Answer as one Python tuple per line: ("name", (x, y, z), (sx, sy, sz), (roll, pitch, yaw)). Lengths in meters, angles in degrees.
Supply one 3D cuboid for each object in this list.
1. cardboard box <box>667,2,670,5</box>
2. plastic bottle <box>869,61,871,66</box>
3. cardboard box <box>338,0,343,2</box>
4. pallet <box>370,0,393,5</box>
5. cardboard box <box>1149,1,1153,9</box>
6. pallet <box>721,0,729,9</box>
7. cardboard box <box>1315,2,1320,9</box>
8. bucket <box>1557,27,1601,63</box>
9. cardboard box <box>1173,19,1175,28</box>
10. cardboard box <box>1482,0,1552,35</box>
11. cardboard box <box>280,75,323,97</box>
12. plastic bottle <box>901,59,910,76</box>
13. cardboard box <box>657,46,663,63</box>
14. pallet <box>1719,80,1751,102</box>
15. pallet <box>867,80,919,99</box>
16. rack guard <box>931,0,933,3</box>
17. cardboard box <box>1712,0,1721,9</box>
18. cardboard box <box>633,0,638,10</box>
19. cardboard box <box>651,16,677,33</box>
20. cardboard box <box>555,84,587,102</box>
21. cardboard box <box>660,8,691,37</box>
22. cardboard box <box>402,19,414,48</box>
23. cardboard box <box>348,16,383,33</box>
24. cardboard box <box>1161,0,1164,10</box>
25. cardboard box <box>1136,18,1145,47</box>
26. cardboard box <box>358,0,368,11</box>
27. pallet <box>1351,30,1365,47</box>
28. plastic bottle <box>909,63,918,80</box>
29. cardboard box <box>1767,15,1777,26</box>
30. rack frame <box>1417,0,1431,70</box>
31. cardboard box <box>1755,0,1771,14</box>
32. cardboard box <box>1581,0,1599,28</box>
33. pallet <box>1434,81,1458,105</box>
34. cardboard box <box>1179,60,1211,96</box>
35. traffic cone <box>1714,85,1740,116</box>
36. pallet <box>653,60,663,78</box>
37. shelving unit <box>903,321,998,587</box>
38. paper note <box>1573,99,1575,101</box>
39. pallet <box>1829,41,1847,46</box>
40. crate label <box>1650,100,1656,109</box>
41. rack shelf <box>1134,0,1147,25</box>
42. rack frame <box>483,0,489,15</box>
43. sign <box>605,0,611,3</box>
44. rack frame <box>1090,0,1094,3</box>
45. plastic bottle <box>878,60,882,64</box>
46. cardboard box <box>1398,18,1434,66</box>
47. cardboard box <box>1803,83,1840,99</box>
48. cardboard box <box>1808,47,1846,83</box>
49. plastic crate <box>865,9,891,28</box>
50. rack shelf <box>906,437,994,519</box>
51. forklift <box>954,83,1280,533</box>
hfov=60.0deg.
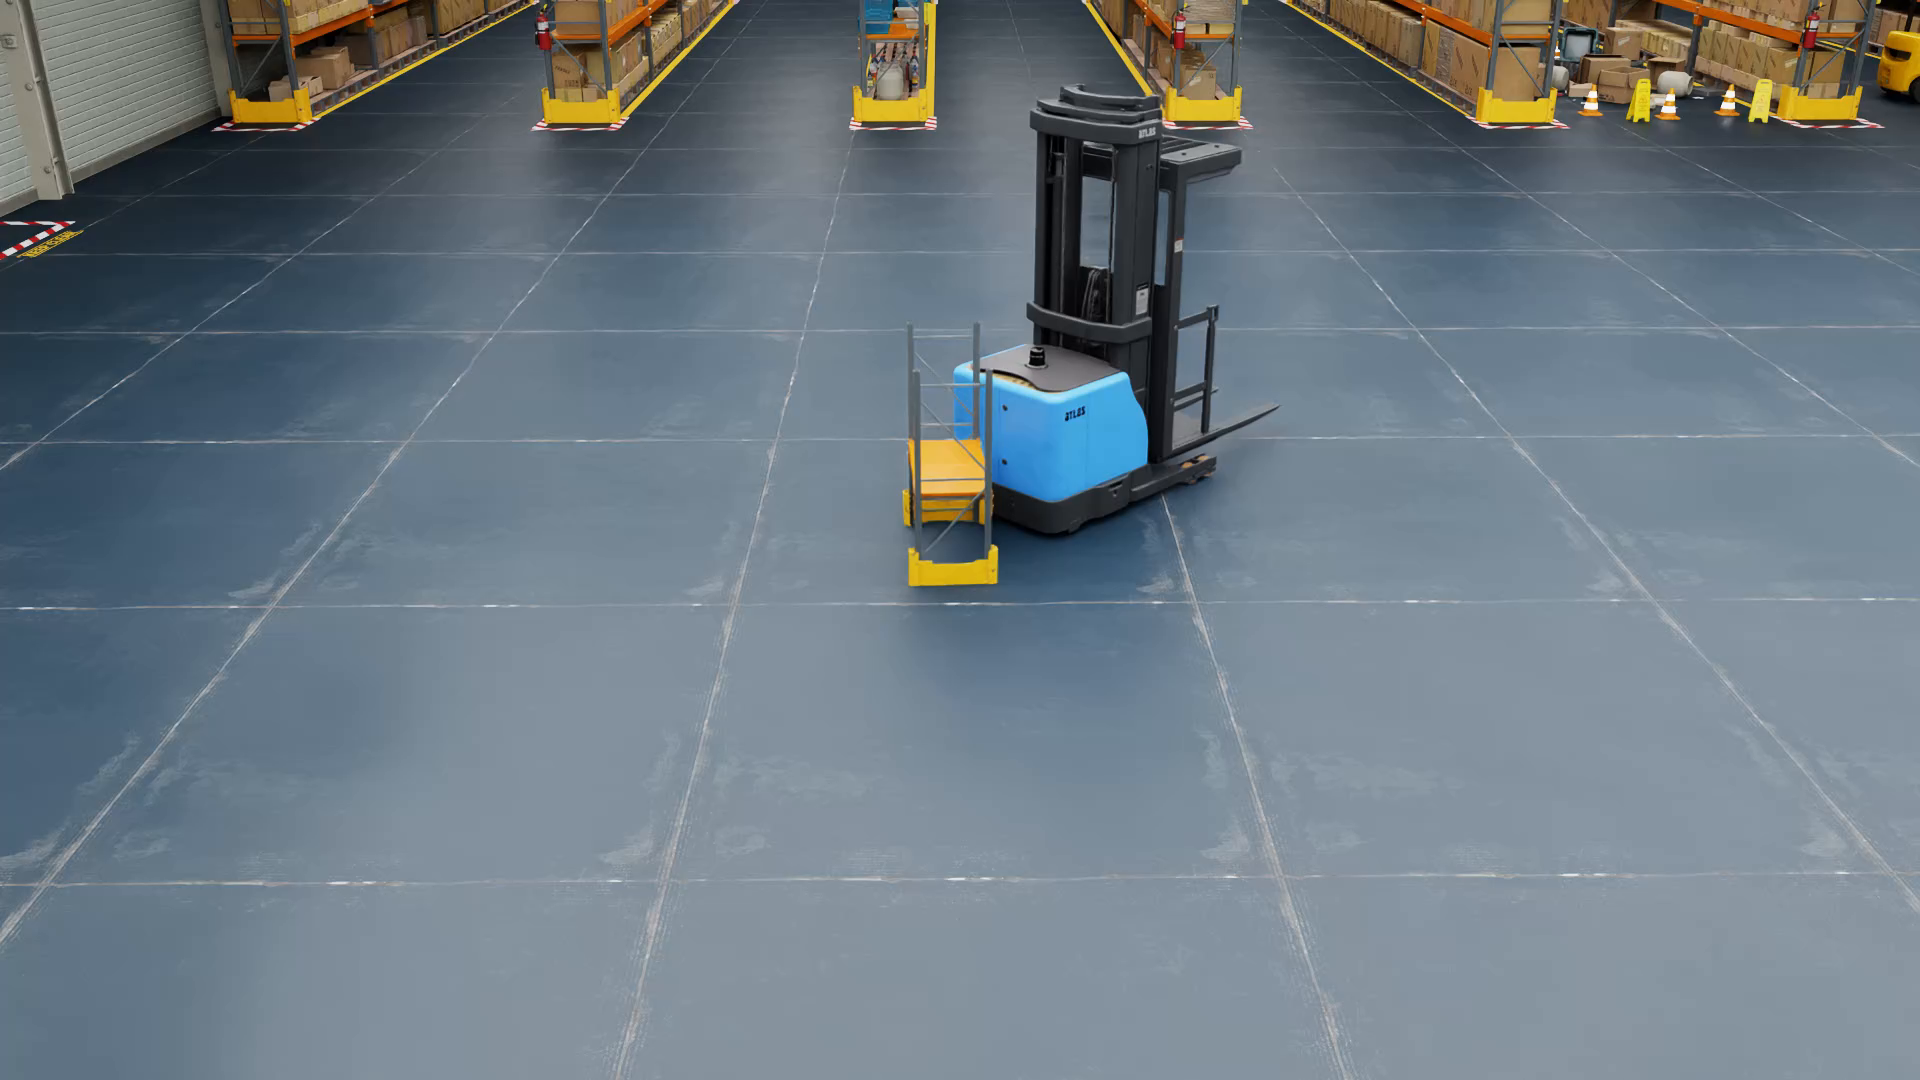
("cardboard box", (-6.352, -11.012, 34.959), (0.500, 0.500, 0.500), (-1, 24, -2))
("plastic bottle", (-1.549, -8.208, 29.021), (0.061, 0.283, 0.133), (1, 24, 2))
("cardboard box", (-10.691, -9.357, 28.047), (0.500, 0.500, 0.500), (-1, 24, -2))
("pallet", (-10.874, -9.910, 30.253), (1.003, 0.211, 1.213), (0, 24, -1))
("cardboard box", (3.539, -9.441, 29.289), (0.380, 0.149, 0.250), (0, 24, -1))
("pallet", (-6.178, -13.019, 40.281), (1.003, 0.211, 1.213), (0, 24, -1))
("cardboard box", (8.390, -12.294, 38.242), (0.380, 0.149, 0.250), (-1, 24, -2))
("bucket", (11.115, -8.884, 29.881), (0.726, 0.611, 0.620), (8, 16, 18))
("cardboard box", (3.626, -8.308, 26.784), (0.380, 0.149, 0.250), (0, 24, -1))
("cardboard box", (8.803, -8.302, 26.283), (0.875, 0.550, 0.550), (0, 24, -1))
("cardboard box", (-10.891, -7.529, 27.486), (0.500, 0.311, 0.500), (2, 24, 4))
("plastic bottle", (-0.955, -8.331, 29.302), (0.152, 0.276, 0.135), (0, 24, -1))
("cardboard box", (-5.819, -9.022, 30.884), (0.500, 0.250, 0.500), (0, 24, 1))
("pallet", (13.816, -7.742, 28.611), (1.003, 0.211, 1.213), (0, 24, -1))
("pallet", (-1.123, -7.674, 28.462), (1.003, 0.211, 1.213), (0, 24, -1))
("rack guard", (-1.249, -13.542, 41.084), (1.175, 0.500, 0.348), (0, 24, -1))
("cardboard box", (13.495, -9.443, 29.294), (0.380, 0.149, 0.250), (0, 24, 1))
("cardboard box", (-6.047, -9.568, 29.144), (0.700, 0.500, 0.500), (-1, 24, -2))
("cardboard box", (-5.837, -10.119, 32.629), (0.500, 0.311, 0.500), (-1, 24, -1))
("cardboard box", (-6.316, -7.215, 26.890), (0.500, 0.250, 0.500), (0, 24, -1))
("cardboard box", (-5.821, -10.604, 34.055), (0.500, 0.500, 0.500), (1, 24, 2))
("cardboard box", (-11.106, -9.882, 32.459), (0.700, 0.500, 0.500), (0, 24, -1))
("cardboard box", (-11.044, -9.569, 30.857), (0.500, 0.250, 0.500), (-1, 24, -2))
("cardboard box", (3.831, -9.126, 27.805), (0.875, 0.500, 0.500), (0, 24, -1))
("cardboard box", (3.850, -9.953, 32.617), (0.700, 0.500, 0.500), (-2, 24, -5))
("cardboard box", (-10.703, -9.428, 29.114), (0.500, 0.250, 0.500), (0, 24, 0))
("pallet", (8.758, -10.429, 34.552), (1.003, 0.211, 1.213), (0, 24, -1))
("plastic bottle", (-0.806, -8.142, 28.884), (0.152, 0.276, 0.135), (0, 24, 0))
("cardboard box", (13.455, -8.499, 27.206), (0.380, 0.149, 0.250), (0, 24, 0))
("rack frame", (8.809, -9.729, 29.621), (1.000, 3.000, 0.127), (0, 24, -1))
("cardboard box", (13.517, -8.960, 27.440), (0.500, 0.500, 0.500), (0, 24, -1))
("cardboard box", (13.784, -11.317, 35.201), (0.875, 0.875, 0.875), (0, 24, 0))
("pallet", (8.755, -7.641, 28.388), (1.003, 0.211, 1.213), (0, 24, -1))
("cardboard box", (3.861, -7.656, 27.561), (0.500, 0.500, 0.500), (6, 25, 13))
("traffic cone", (12.506, -7.160, 27.019), (0.336, 0.463, 0.334), (0, 24, -1))
("pallet", (-6.105, -8.738, 30.814), (1.003, 0.211, 1.213), (0, 24, -1))
("shelving unit", (-0.079, -0.601, 11.258), (0.587, 1.500, 1.083), (-2, 24, -4))
("paper note", (10.452, -7.484, 28.286), (0.032, 0.001, 0.123), (13, 27, 27))
("pallet", (18.707, -10.502, 34.714), (1.003, 0.211, 1.213), (0, 24, -1))
("crate label", (11.329, -7.190, 27.481), (0.250, 0.136, 0.298), (-14, 28, -28))
("rack shelf", (3.826, -10.244, 31.634), (1.077, 0.370, 4.000), (0, 24, -1))
("rack frame", (-11.099, -12.978, 36.805), (1.000, 3.000, 0.127), (0, 24, -1))
("sign", (-5.459, -8.487, 25.729), (0.100, 0.325, 0.005), (0, 24, -1))
("rack frame", (3.717, -14.693, 40.597), (1.000, 3.000, 0.127), (0, 24, -1))
("plastic bottle", (-1.389, -8.290, 29.215), (0.097, 0.271, 0.097), (0, 24, 0))
("cardboard box", (8.712, -9.150, 30.563), (1.050, 0.750, 0.750), (0, 24, -1))
("cardboard box", (14.069, -7.417, 27.335), (0.500, 0.250, 0.500), (0, 24, -1))
("cardboard box", (14.068, -7.768, 27.203), (0.500, 0.500, 0.500), (-1, 24, -2))
("plastic crate", (-1.367, -8.482, 27.045), (0.499, 0.251, 0.408), (0, 24, -1))
("rack shelf", (-0.079, -0.433, 11.324), (0.538, 0.185, 1.000), (-2, 24, -4))
("forklift", (1.330, -1.893, 12.379), (1.130, 2.935, 3.031), (22, 32, 40))
